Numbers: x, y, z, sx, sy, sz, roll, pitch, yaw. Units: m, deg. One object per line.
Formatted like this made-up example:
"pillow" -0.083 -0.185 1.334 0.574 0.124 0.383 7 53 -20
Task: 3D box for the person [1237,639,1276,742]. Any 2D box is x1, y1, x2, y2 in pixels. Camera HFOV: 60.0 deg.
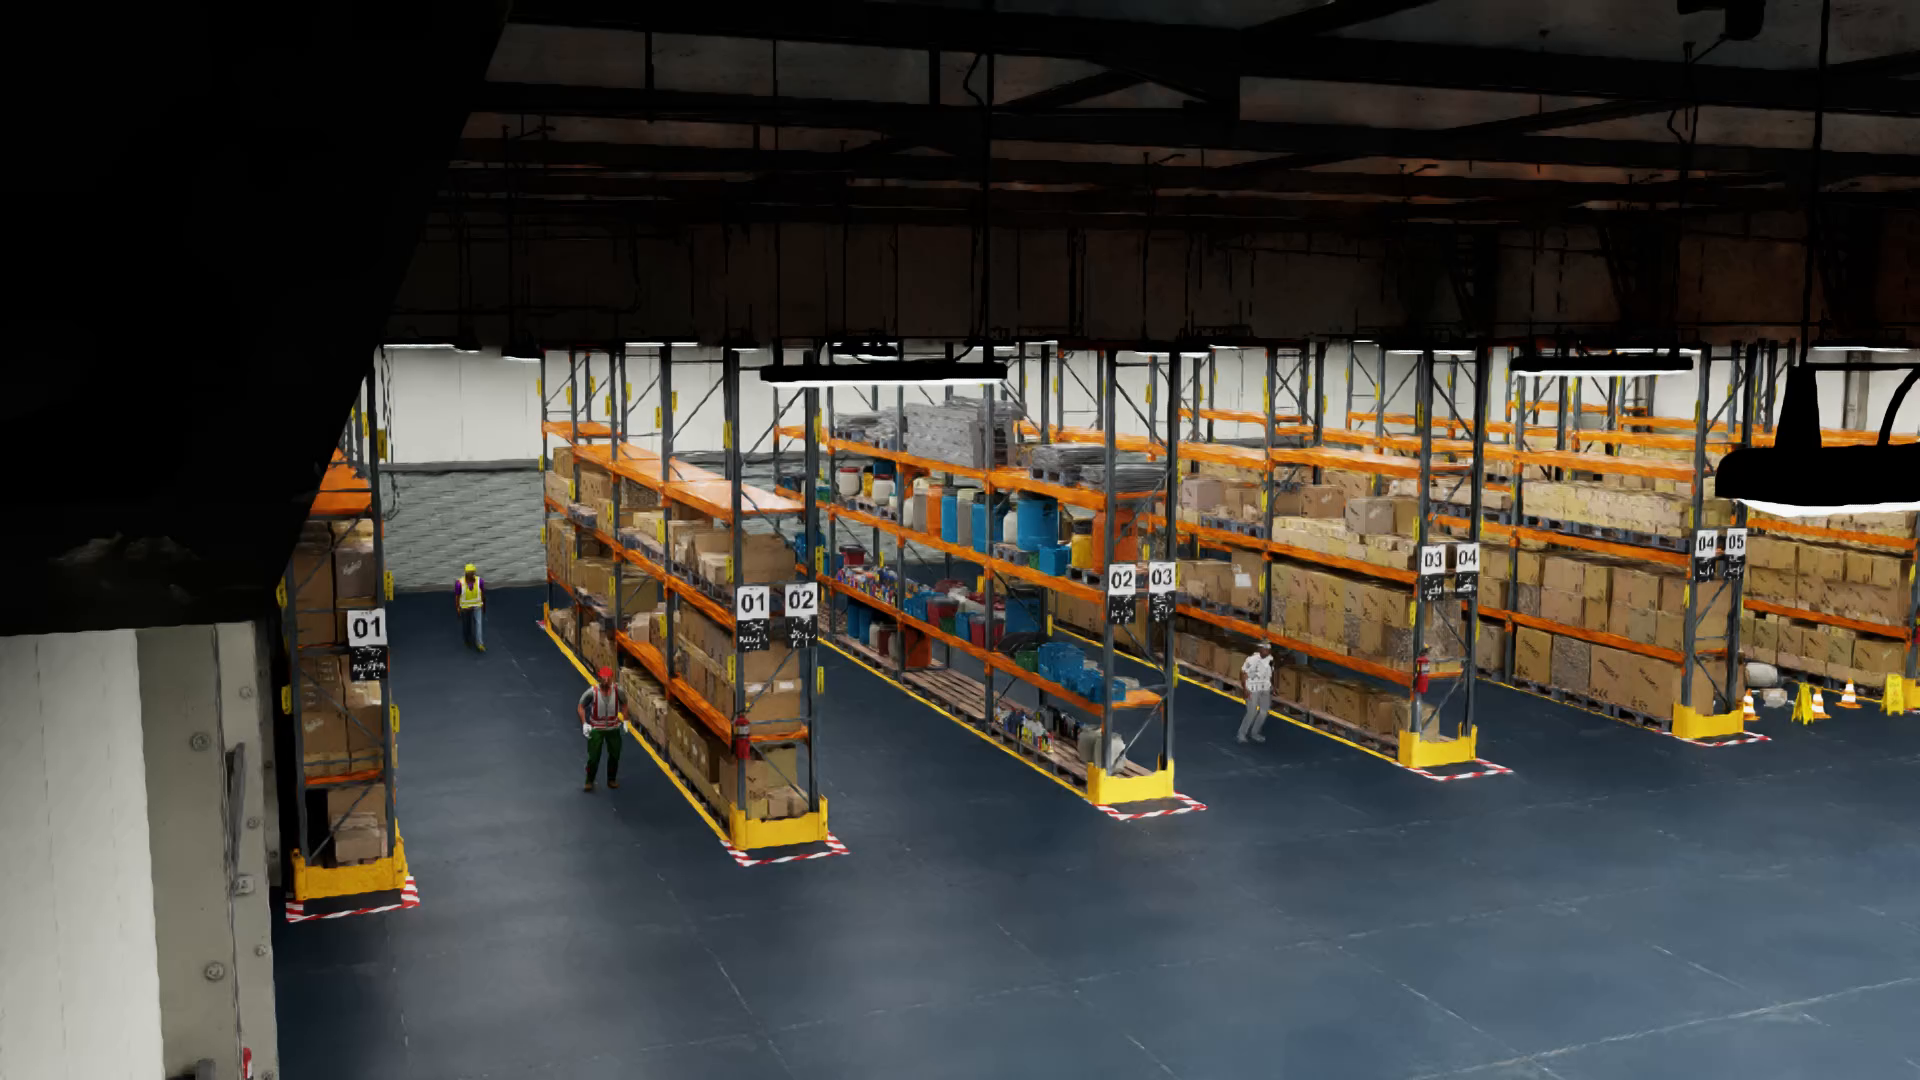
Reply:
"person" 4.498 2.264 25.188 0.571 1.629 0.532 -3 8 -24

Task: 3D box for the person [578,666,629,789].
"person" -4.833 2.549 22.574 0.663 1.742 0.552 -3 8 -23

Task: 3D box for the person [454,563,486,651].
"person" -9.524 1.282 32.342 0.577 1.691 1.121 -3 8 -20
